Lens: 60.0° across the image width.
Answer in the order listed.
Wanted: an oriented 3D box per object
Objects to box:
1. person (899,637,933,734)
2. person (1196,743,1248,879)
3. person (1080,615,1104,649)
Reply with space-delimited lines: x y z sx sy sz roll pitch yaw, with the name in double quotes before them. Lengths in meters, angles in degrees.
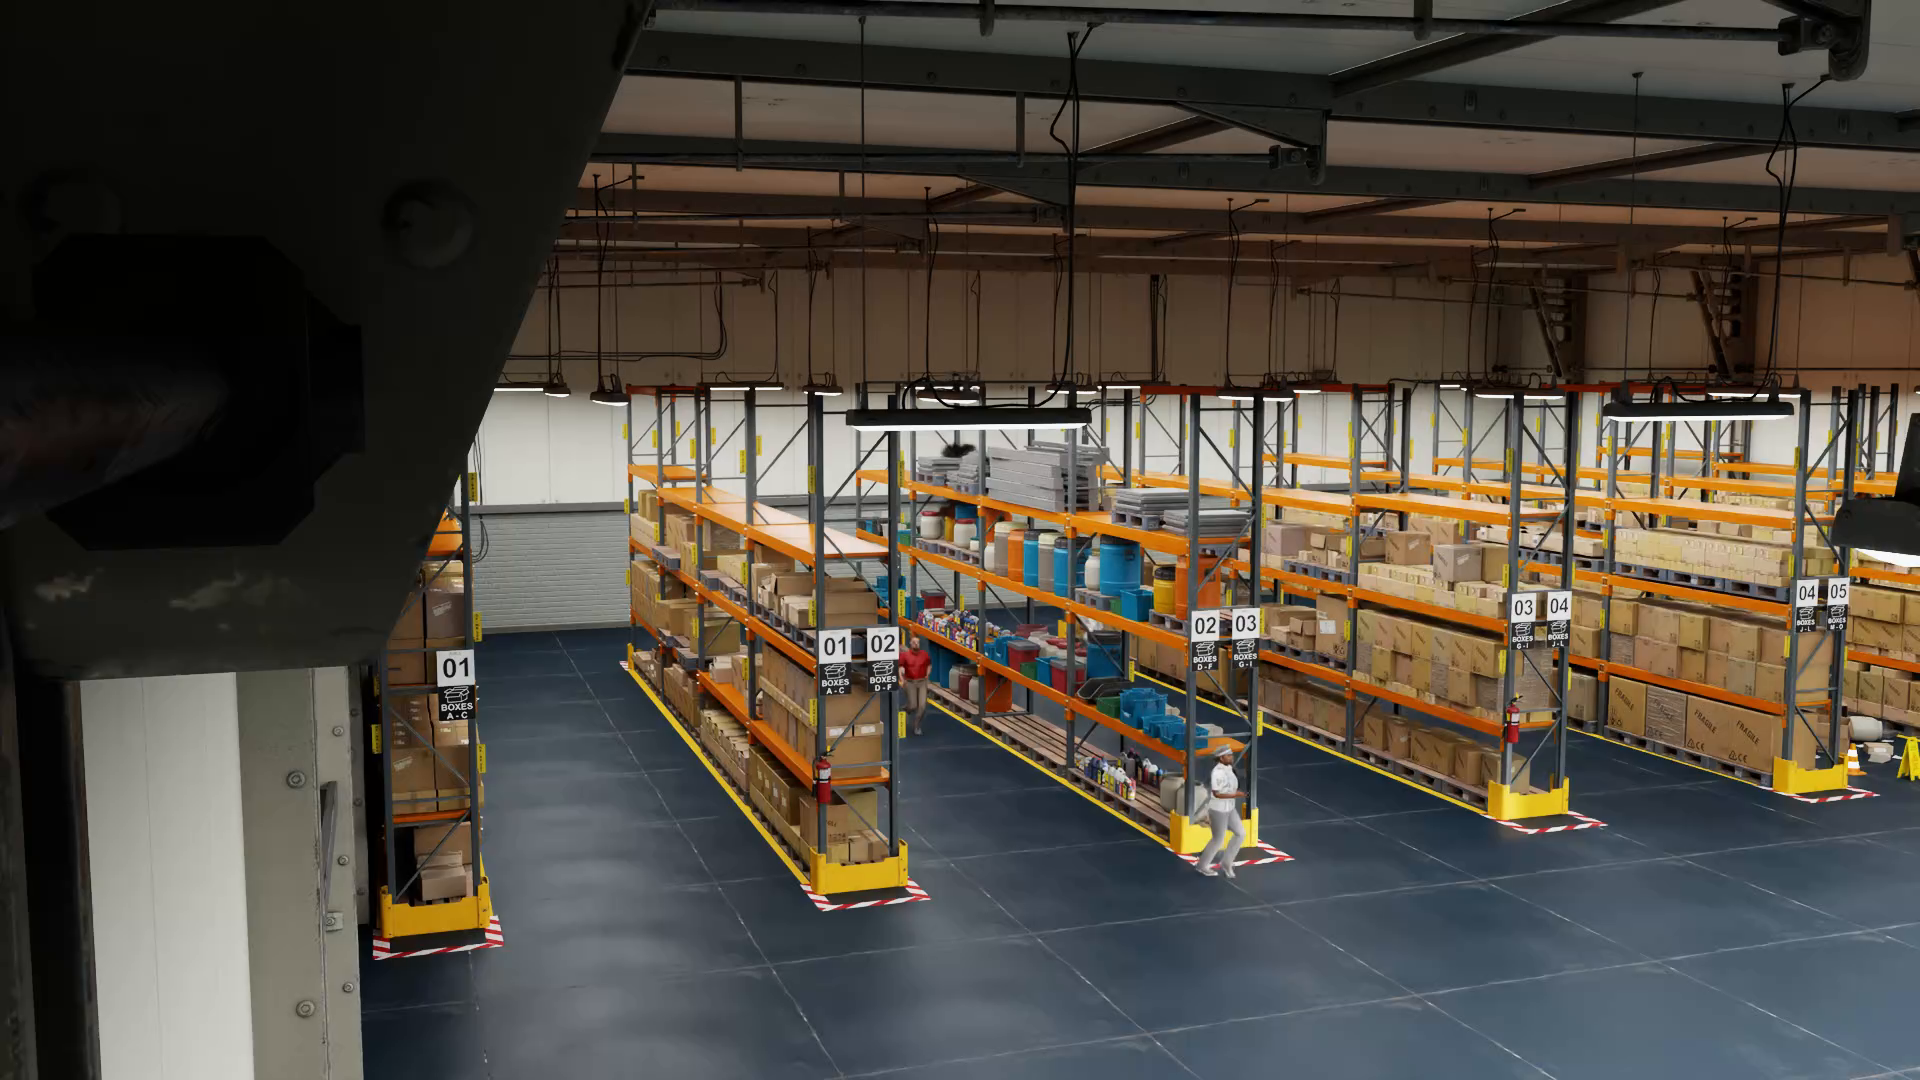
"person" -0.784 2.517 28.995 0.672 1.687 0.598 -2 6 -18
"person" 3.273 3.375 20.619 0.645 1.757 0.574 3 7 28
"person" 2.744 1.997 33.452 0.666 1.739 0.608 -3 7 -28
